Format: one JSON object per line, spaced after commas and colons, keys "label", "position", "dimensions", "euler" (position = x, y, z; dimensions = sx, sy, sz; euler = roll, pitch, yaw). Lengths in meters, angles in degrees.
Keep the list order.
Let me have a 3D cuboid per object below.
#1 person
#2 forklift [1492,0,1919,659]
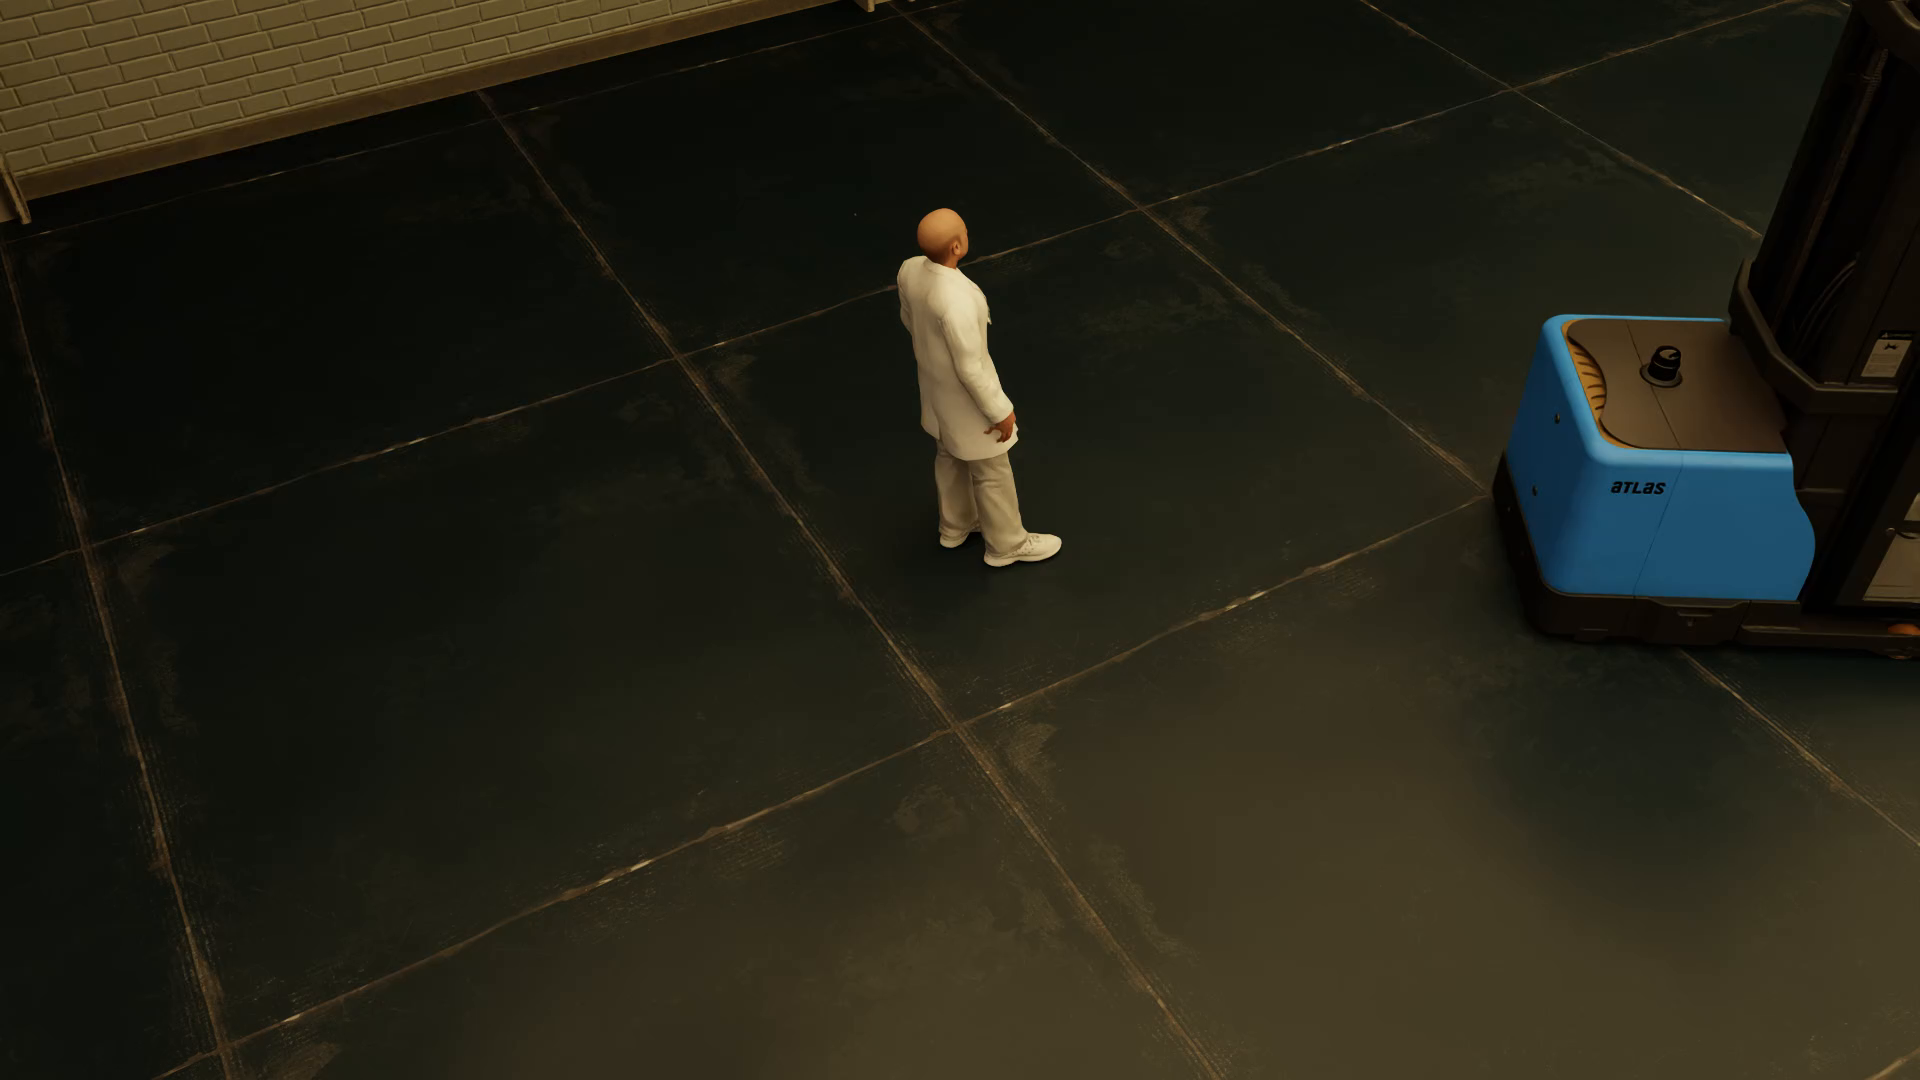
{"label": "person", "position": [0.081, -0.684, 7.274], "dimensions": [0.581, 1.775, 0.696], "euler": [-21, 47, -21]}
{"label": "forklift", "position": [4.053, -0.918, 6.688], "dimensions": [3.031, 2.935, 1.130], "euler": [2, 43, 2]}
